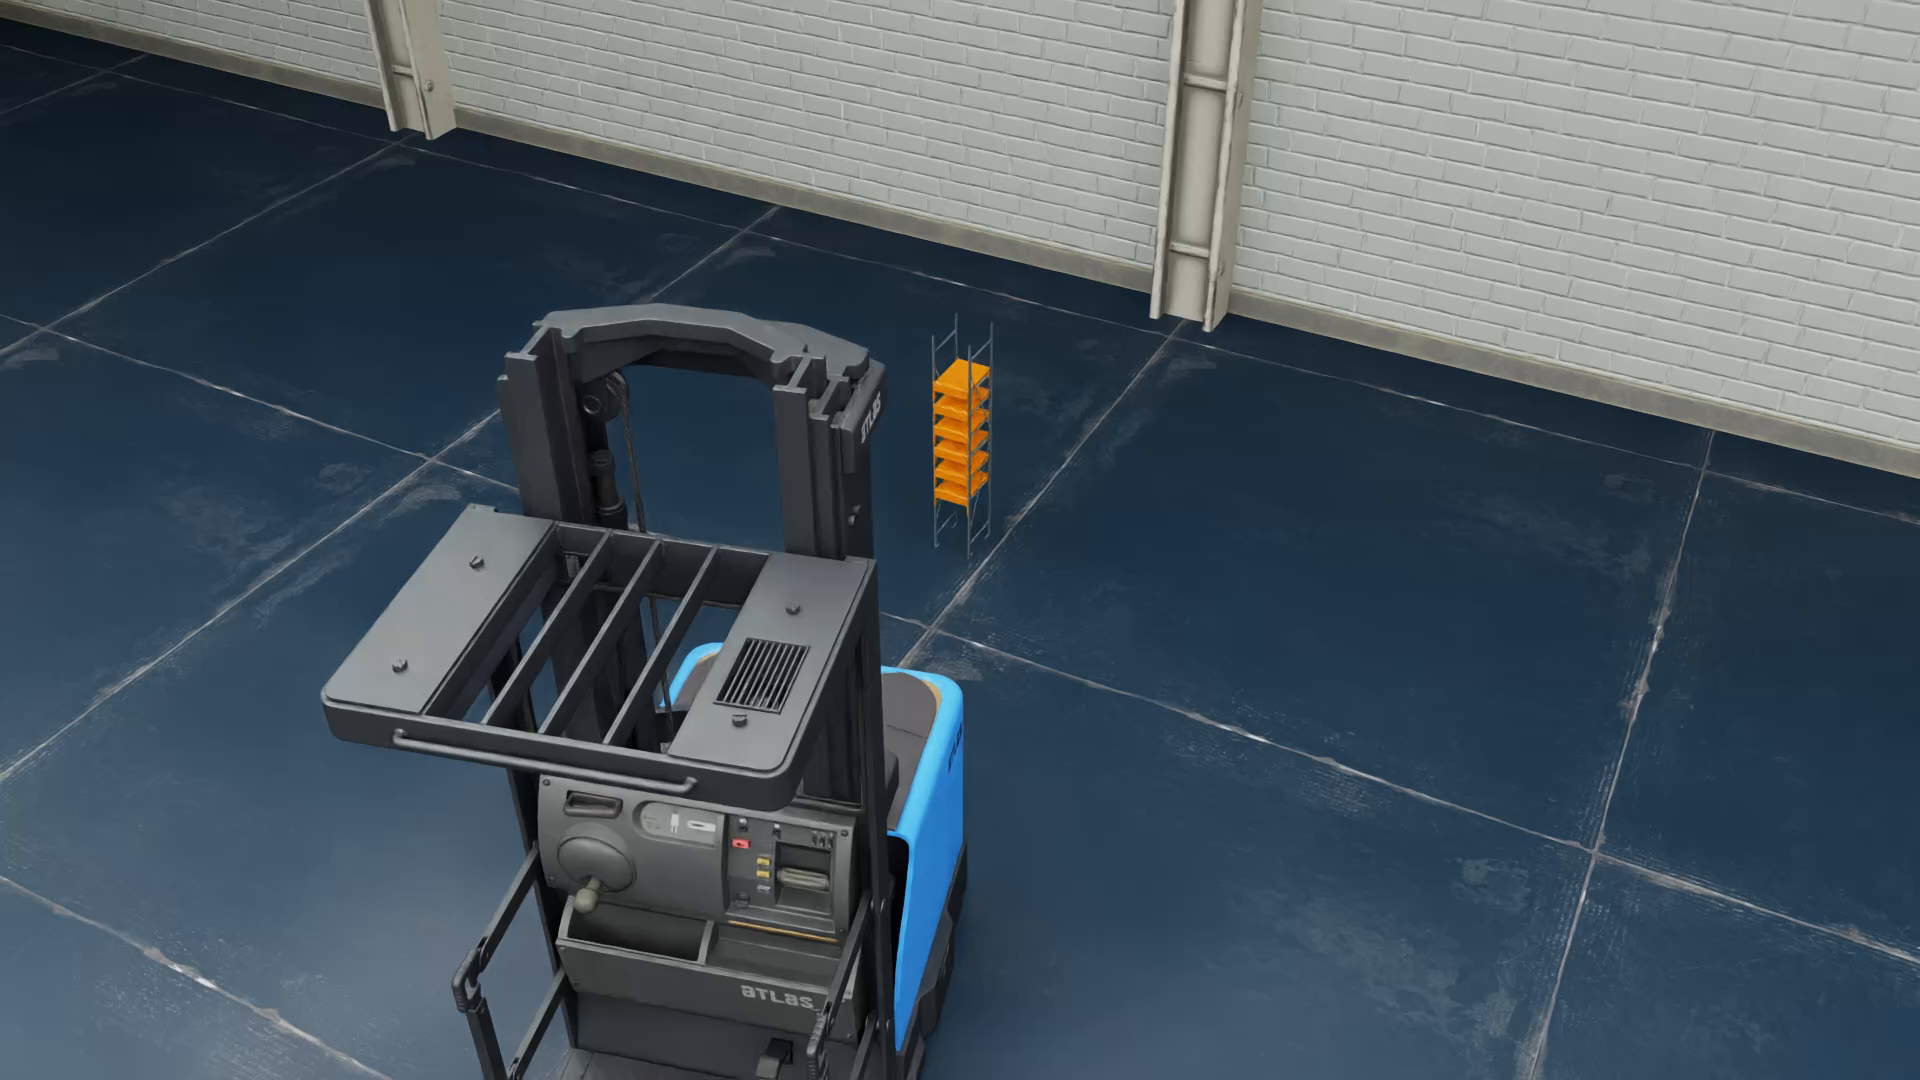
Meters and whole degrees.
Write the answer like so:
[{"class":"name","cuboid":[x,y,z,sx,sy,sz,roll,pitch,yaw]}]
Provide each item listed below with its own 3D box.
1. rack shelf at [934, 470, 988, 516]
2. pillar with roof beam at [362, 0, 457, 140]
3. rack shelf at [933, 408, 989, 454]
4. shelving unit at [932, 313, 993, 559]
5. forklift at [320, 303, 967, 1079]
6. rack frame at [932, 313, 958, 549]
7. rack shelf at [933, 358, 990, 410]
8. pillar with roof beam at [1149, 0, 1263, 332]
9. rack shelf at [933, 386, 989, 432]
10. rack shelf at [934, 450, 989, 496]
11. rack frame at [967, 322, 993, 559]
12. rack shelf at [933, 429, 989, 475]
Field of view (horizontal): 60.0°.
[{"class":"rack shelf","cuboid":[0.013,-0.247,8.054,0.180,0.103,0.258,17,41,21]},{"class":"pillar with roof beam","cuboid":[-5.922,-4.312,6.487,0.400,9.000,9.100,17,41,21]},{"class":"rack shelf","cuboid":[0.013,-0.534,7.836,0.180,0.103,0.258,17,41,21]},{"class":"shelving unit","cuboid":[0.013,-0.474,7.882,0.189,1.200,0.258,17,41,21]},{"class":"forklift","cuboid":[-0.798,0.974,4.543,1.130,2.935,3.031,8,38,10]},{"class":"rack frame","cuboid":[-0.068,-0.499,7.915,0.006,1.200,0.240,17,41,21]},{"class":"rack shelf","cuboid":[0.013,-0.725,7.691,0.180,0.103,0.258,17,41,21]},{"class":"pillar with roof beam","cuboid":[-0.594,-2.643,4.290,0.400,9.000,9.100,17,41,21]},{"class":"rack shelf","cuboid":[0.013,-0.630,7.764,0.180,0.103,0.258,17,41,21]},{"class":"rack shelf","cuboid":[0.013,-0.343,7.981,0.180,0.103,0.258,17,41,21]},{"class":"rack frame","cuboid":[0.094,-0.448,7.848,0.006,1.200,0.240,17,41,21]},{"class":"rack shelf","cuboid":[0.013,-0.438,7.909,0.180,0.103,0.258,17,41,21]}]
